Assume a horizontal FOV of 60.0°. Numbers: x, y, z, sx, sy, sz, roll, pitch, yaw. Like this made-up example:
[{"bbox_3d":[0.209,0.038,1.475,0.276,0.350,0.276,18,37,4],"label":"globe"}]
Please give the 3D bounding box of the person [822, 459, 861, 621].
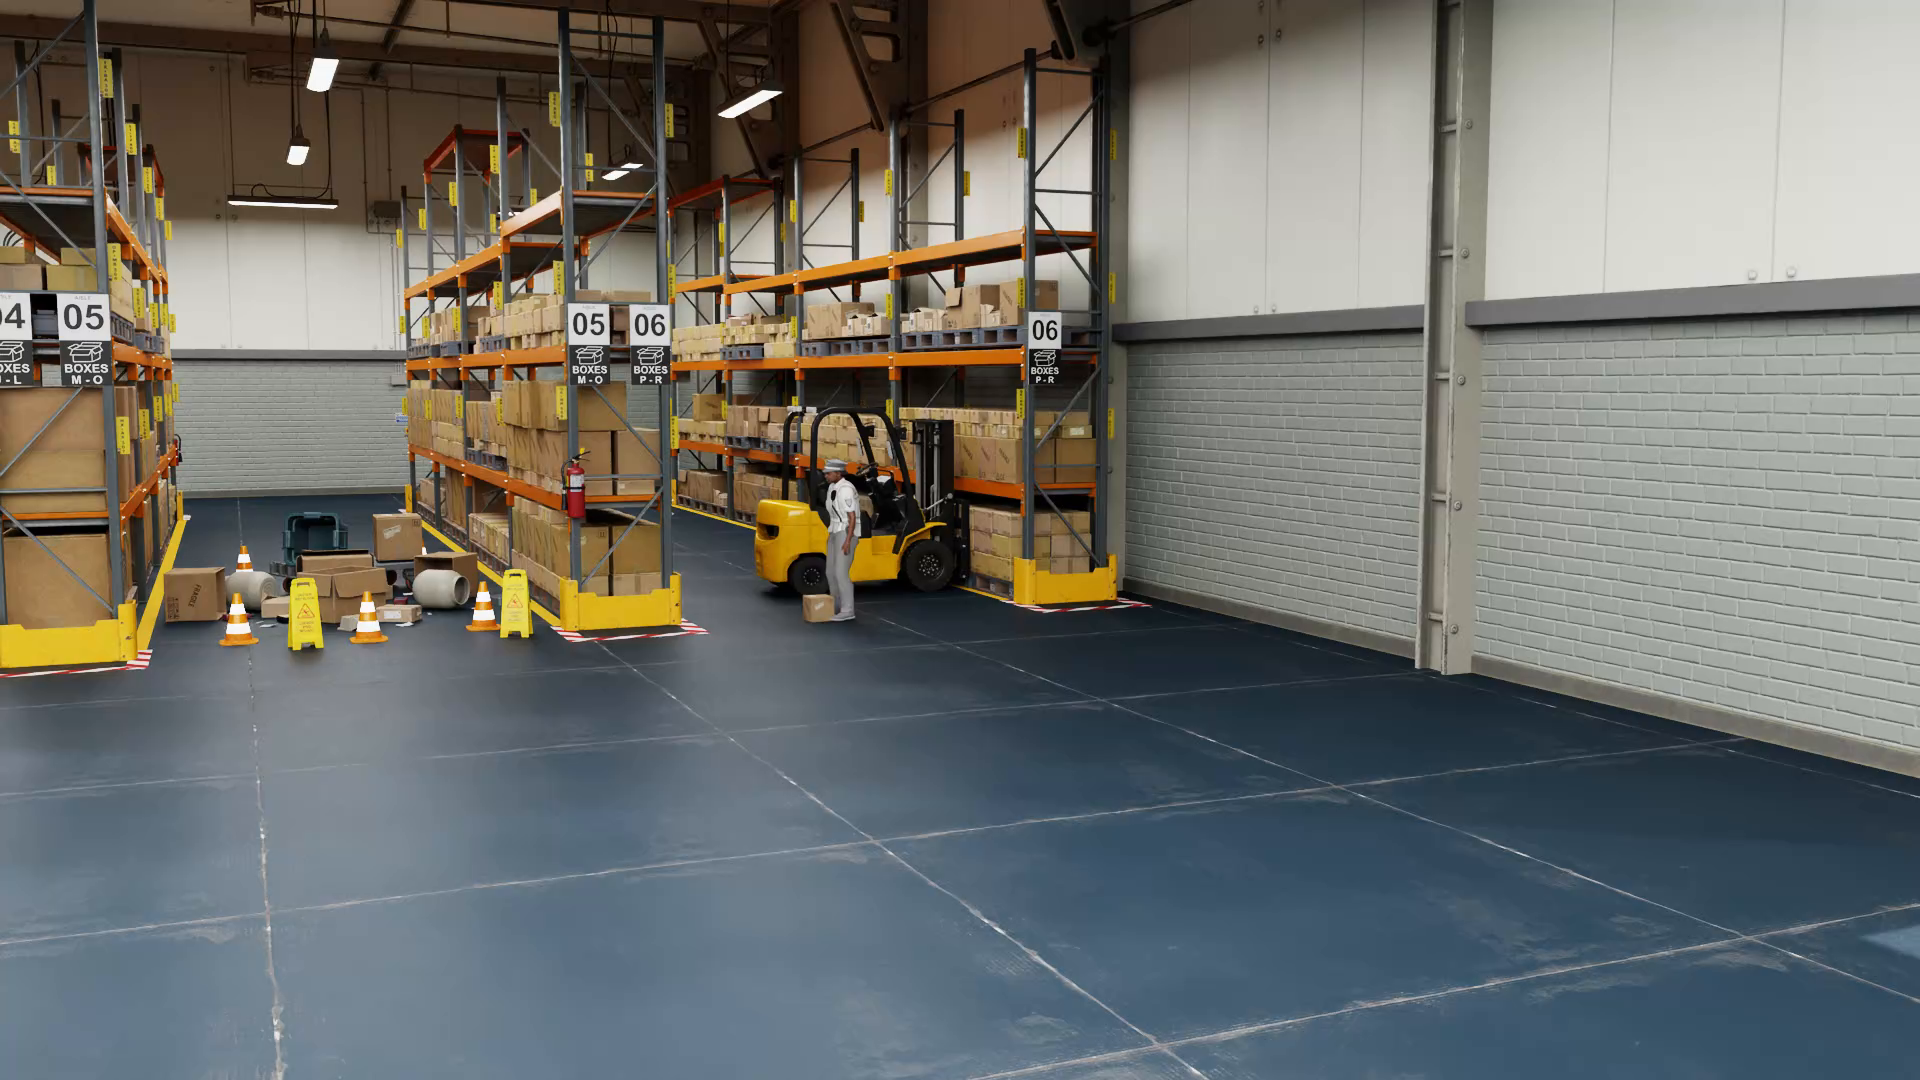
[{"bbox_3d":[-1.238,-0.010,17.112,0.395,1.658,0.522,-3,6,-27],"label":"person"}]
